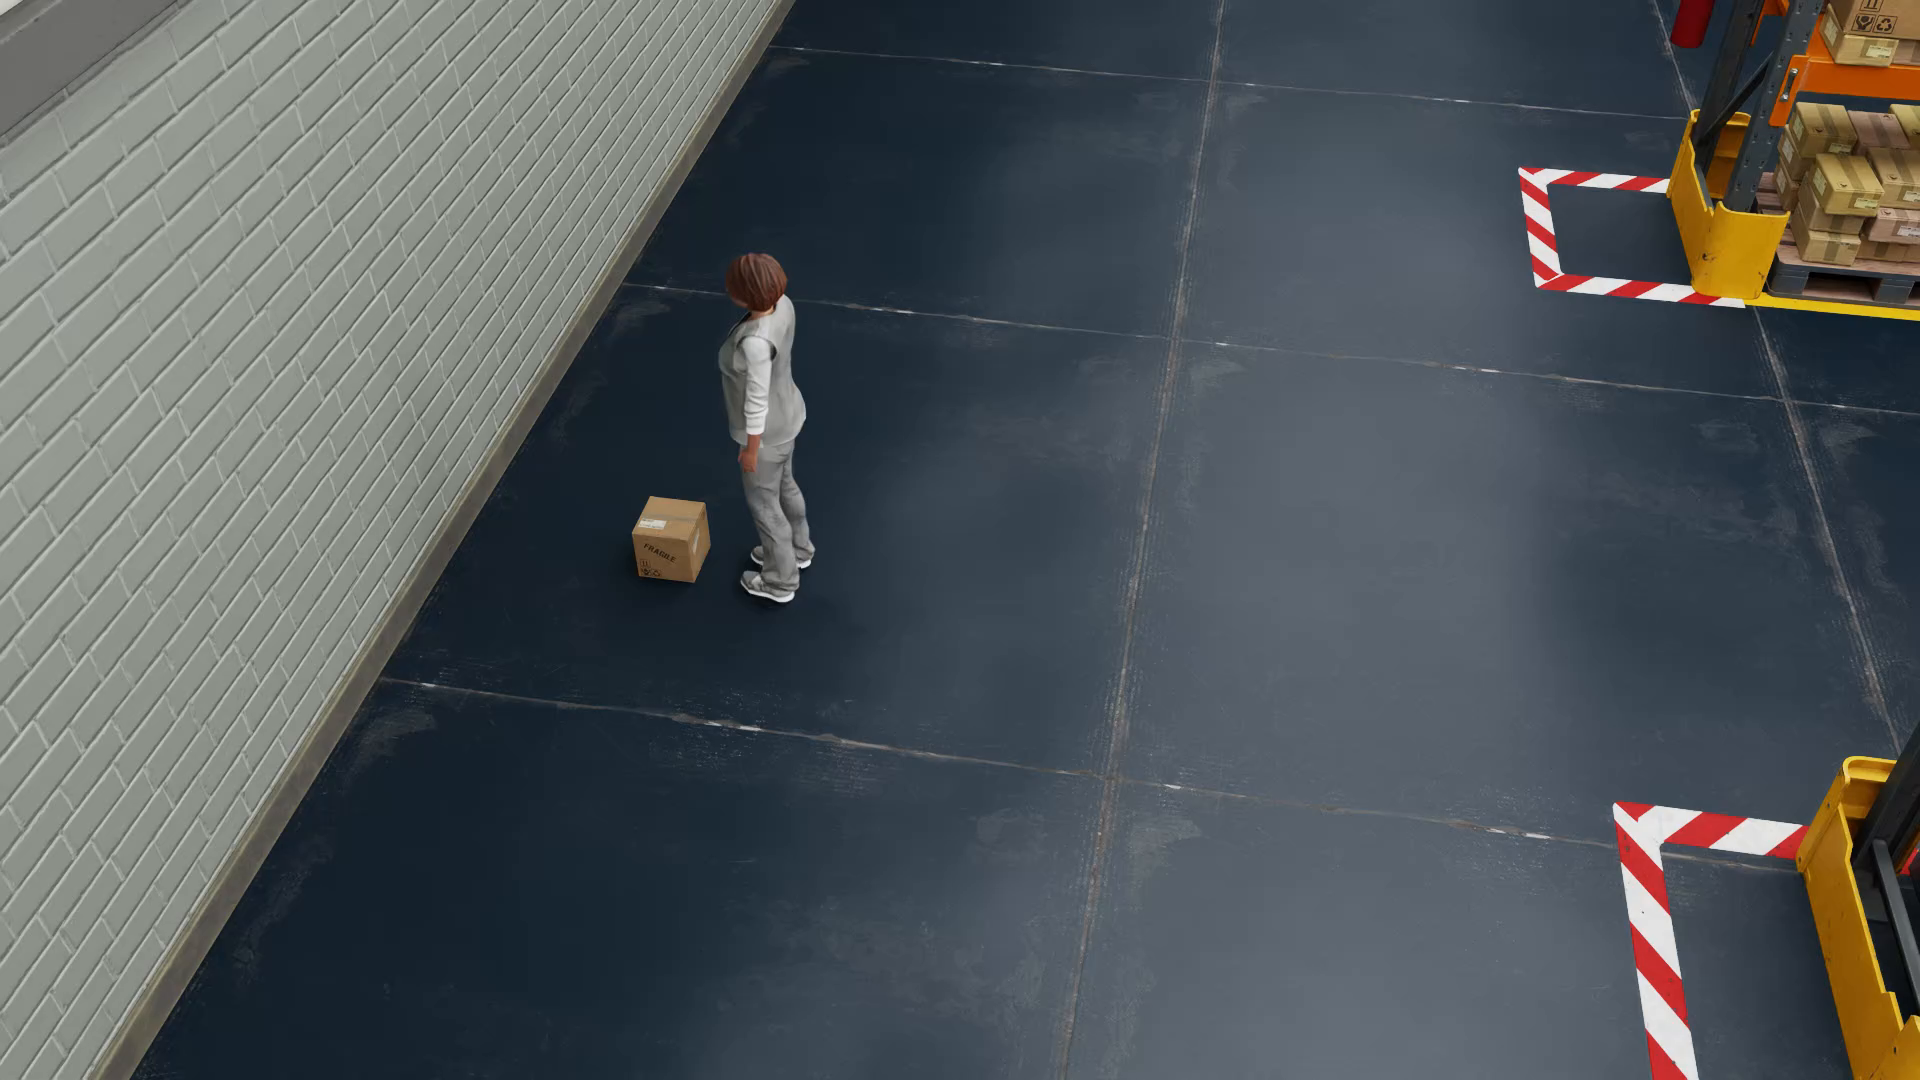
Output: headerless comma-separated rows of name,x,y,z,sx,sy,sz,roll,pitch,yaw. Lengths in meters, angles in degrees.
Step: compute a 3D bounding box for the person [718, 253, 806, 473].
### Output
person,-0.774,-0.705,6.460,0.302,0.930,0.414,7,42,8
